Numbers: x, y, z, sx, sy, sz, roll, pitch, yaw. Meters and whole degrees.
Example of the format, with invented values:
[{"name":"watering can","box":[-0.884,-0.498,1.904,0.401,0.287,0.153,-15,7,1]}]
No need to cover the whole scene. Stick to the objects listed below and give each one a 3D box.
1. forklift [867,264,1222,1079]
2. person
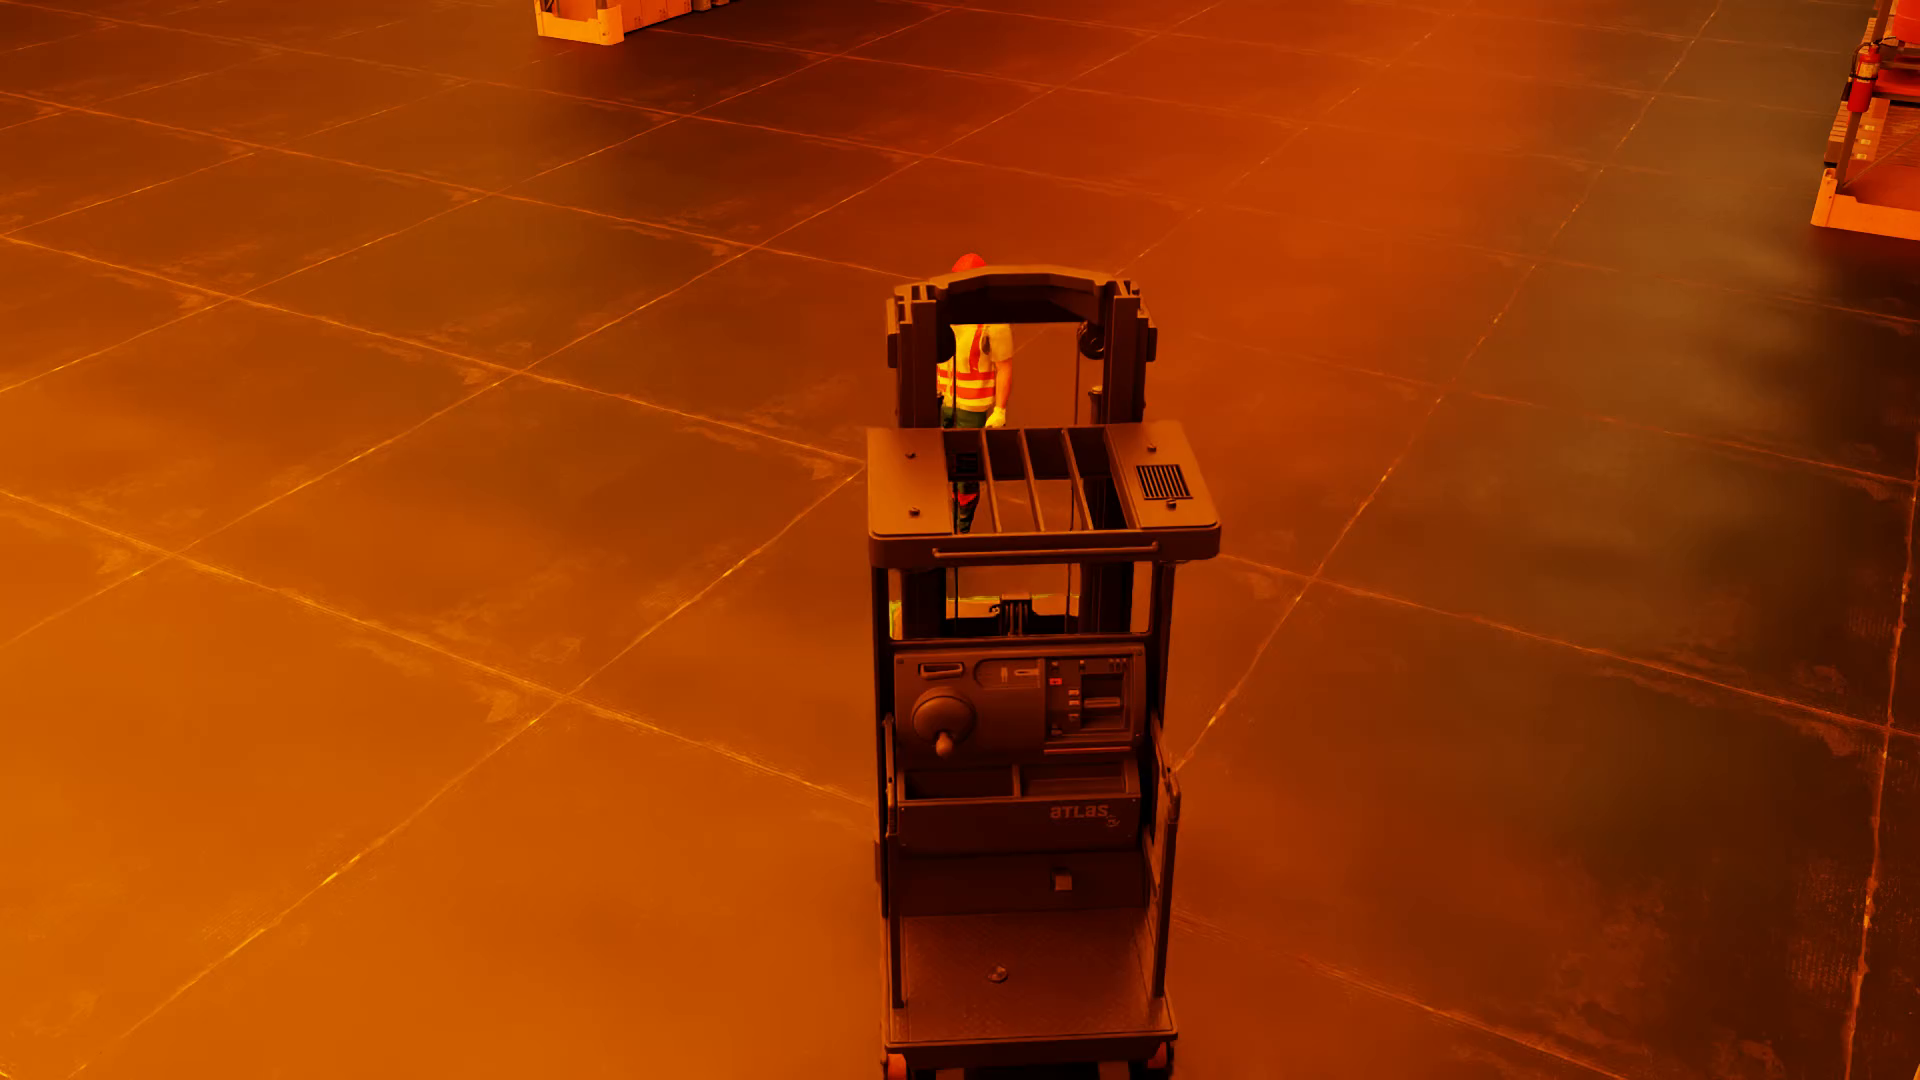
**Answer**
[{"name":"forklift","box":[0.239,0.640,5.961,1.130,2.935,3.031,-2,30,-3]},{"name":"person","box":[-0.048,-0.748,9.495,0.638,1.789,0.562,15,33,25]}]
